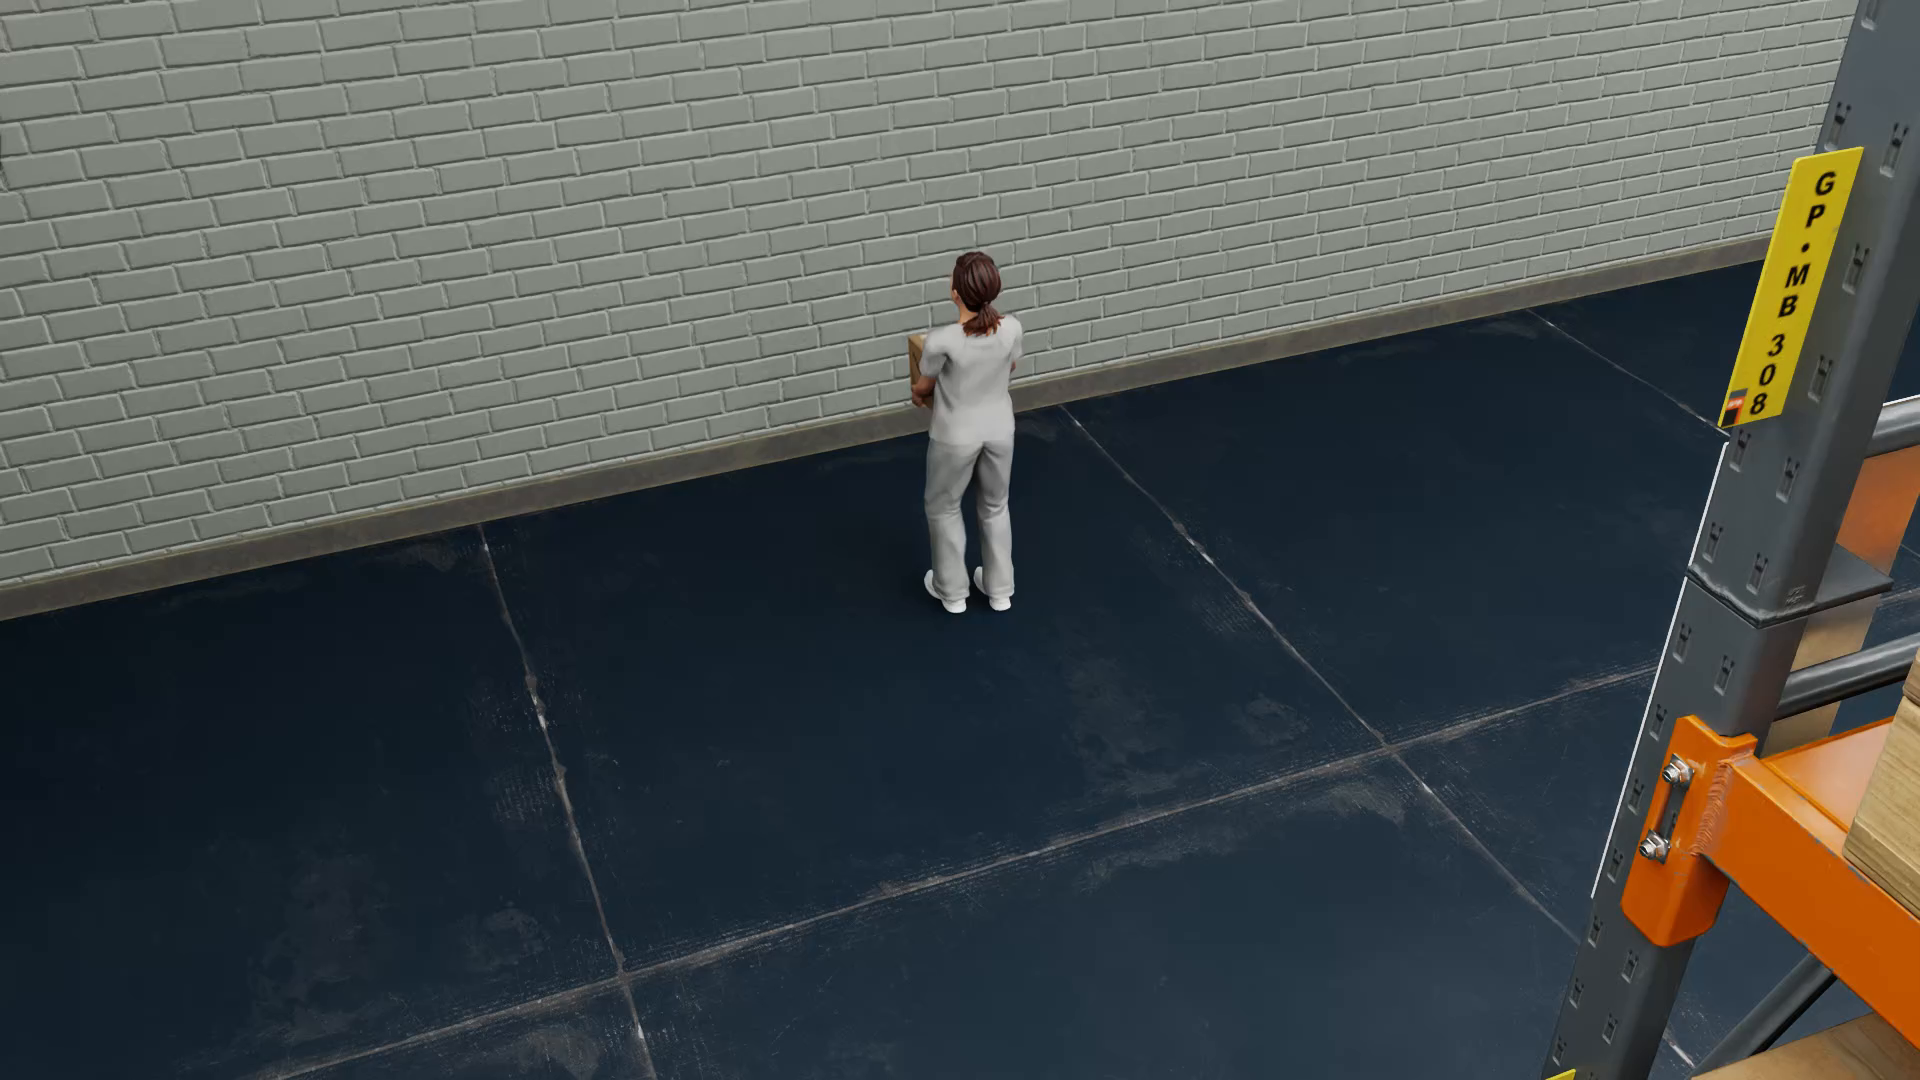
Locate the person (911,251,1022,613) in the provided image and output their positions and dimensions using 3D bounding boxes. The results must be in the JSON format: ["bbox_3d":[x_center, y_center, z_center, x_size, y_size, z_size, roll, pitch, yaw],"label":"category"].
[{"bbox_3d":[0.021,-0.449,6.833,0.436,1.660,0.558,-12,36,-18],"label":"person"}]
